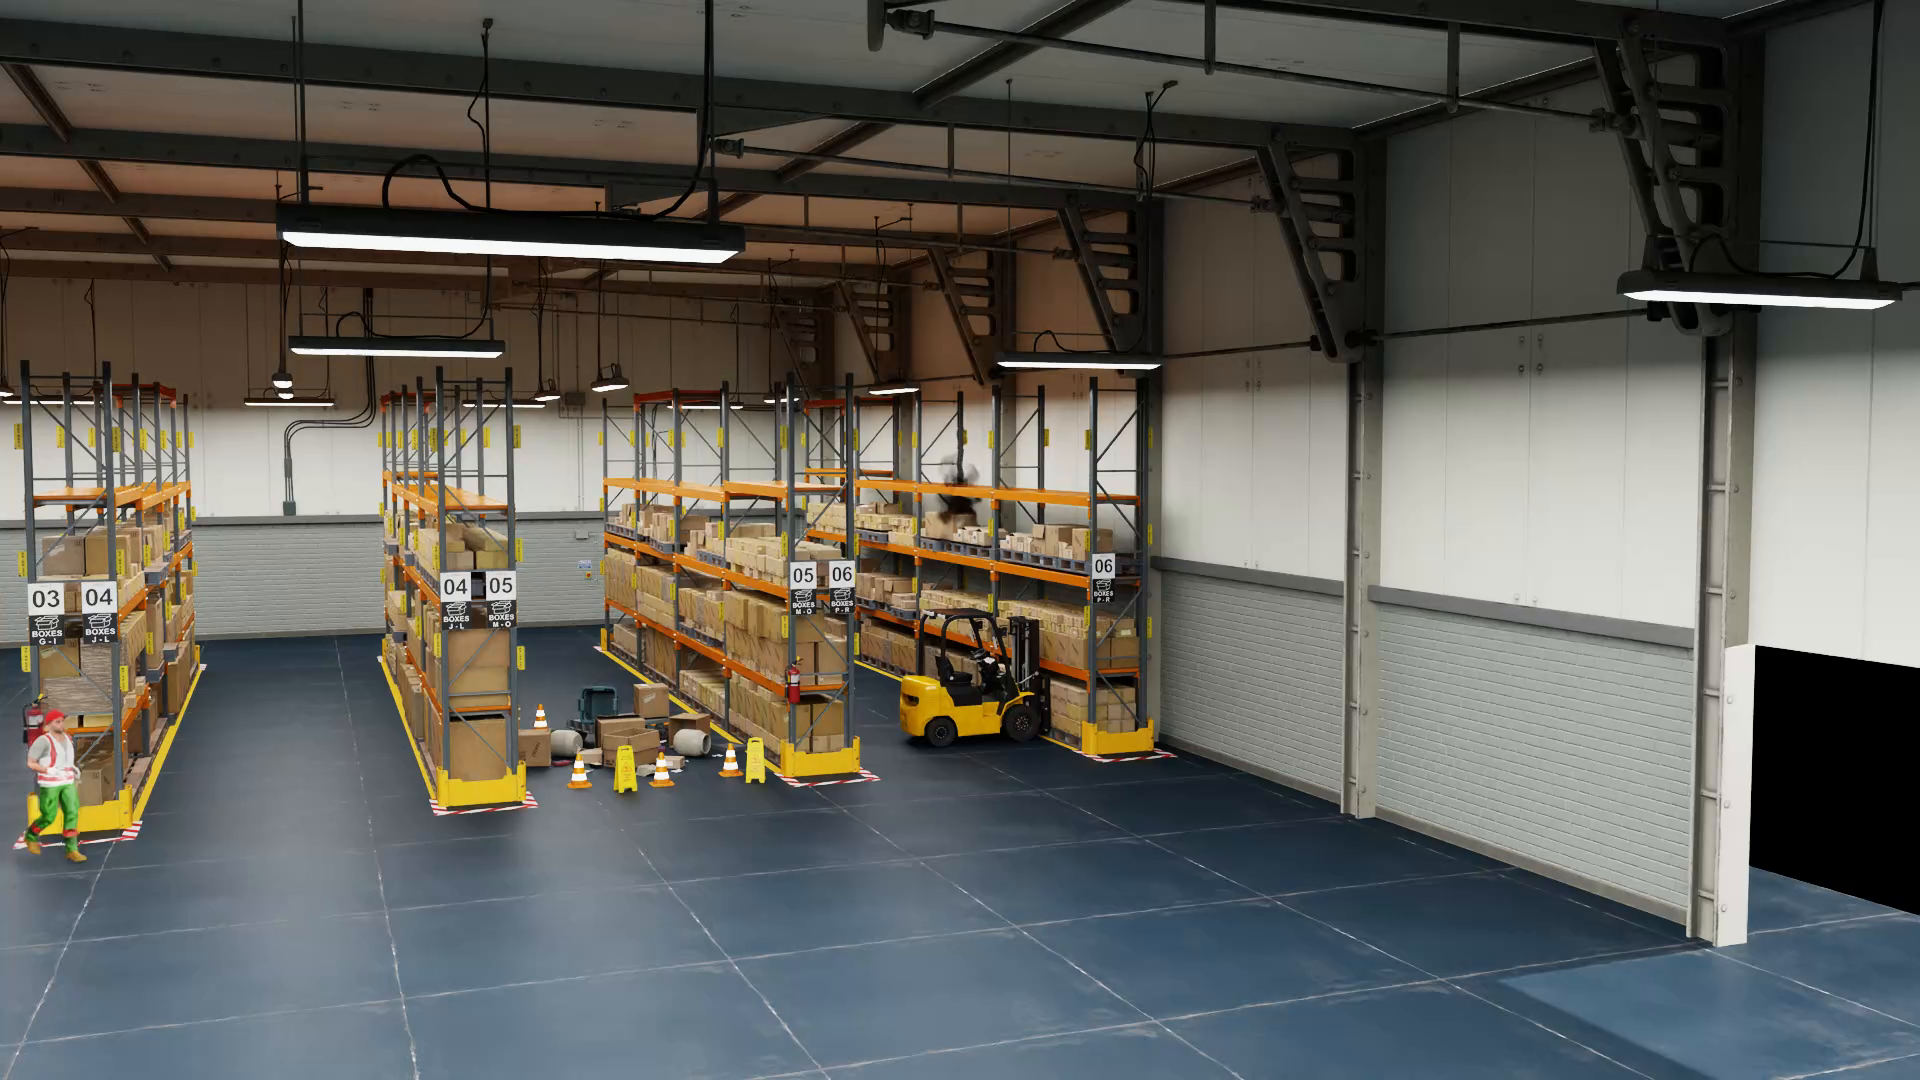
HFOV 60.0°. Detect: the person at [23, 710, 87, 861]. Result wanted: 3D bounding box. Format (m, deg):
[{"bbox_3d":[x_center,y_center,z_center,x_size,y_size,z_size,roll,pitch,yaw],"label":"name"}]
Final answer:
[{"bbox_3d":[-10.739,2.900,19.740,0.892,1.779,0.666,1,4,22],"label":"person"}]
